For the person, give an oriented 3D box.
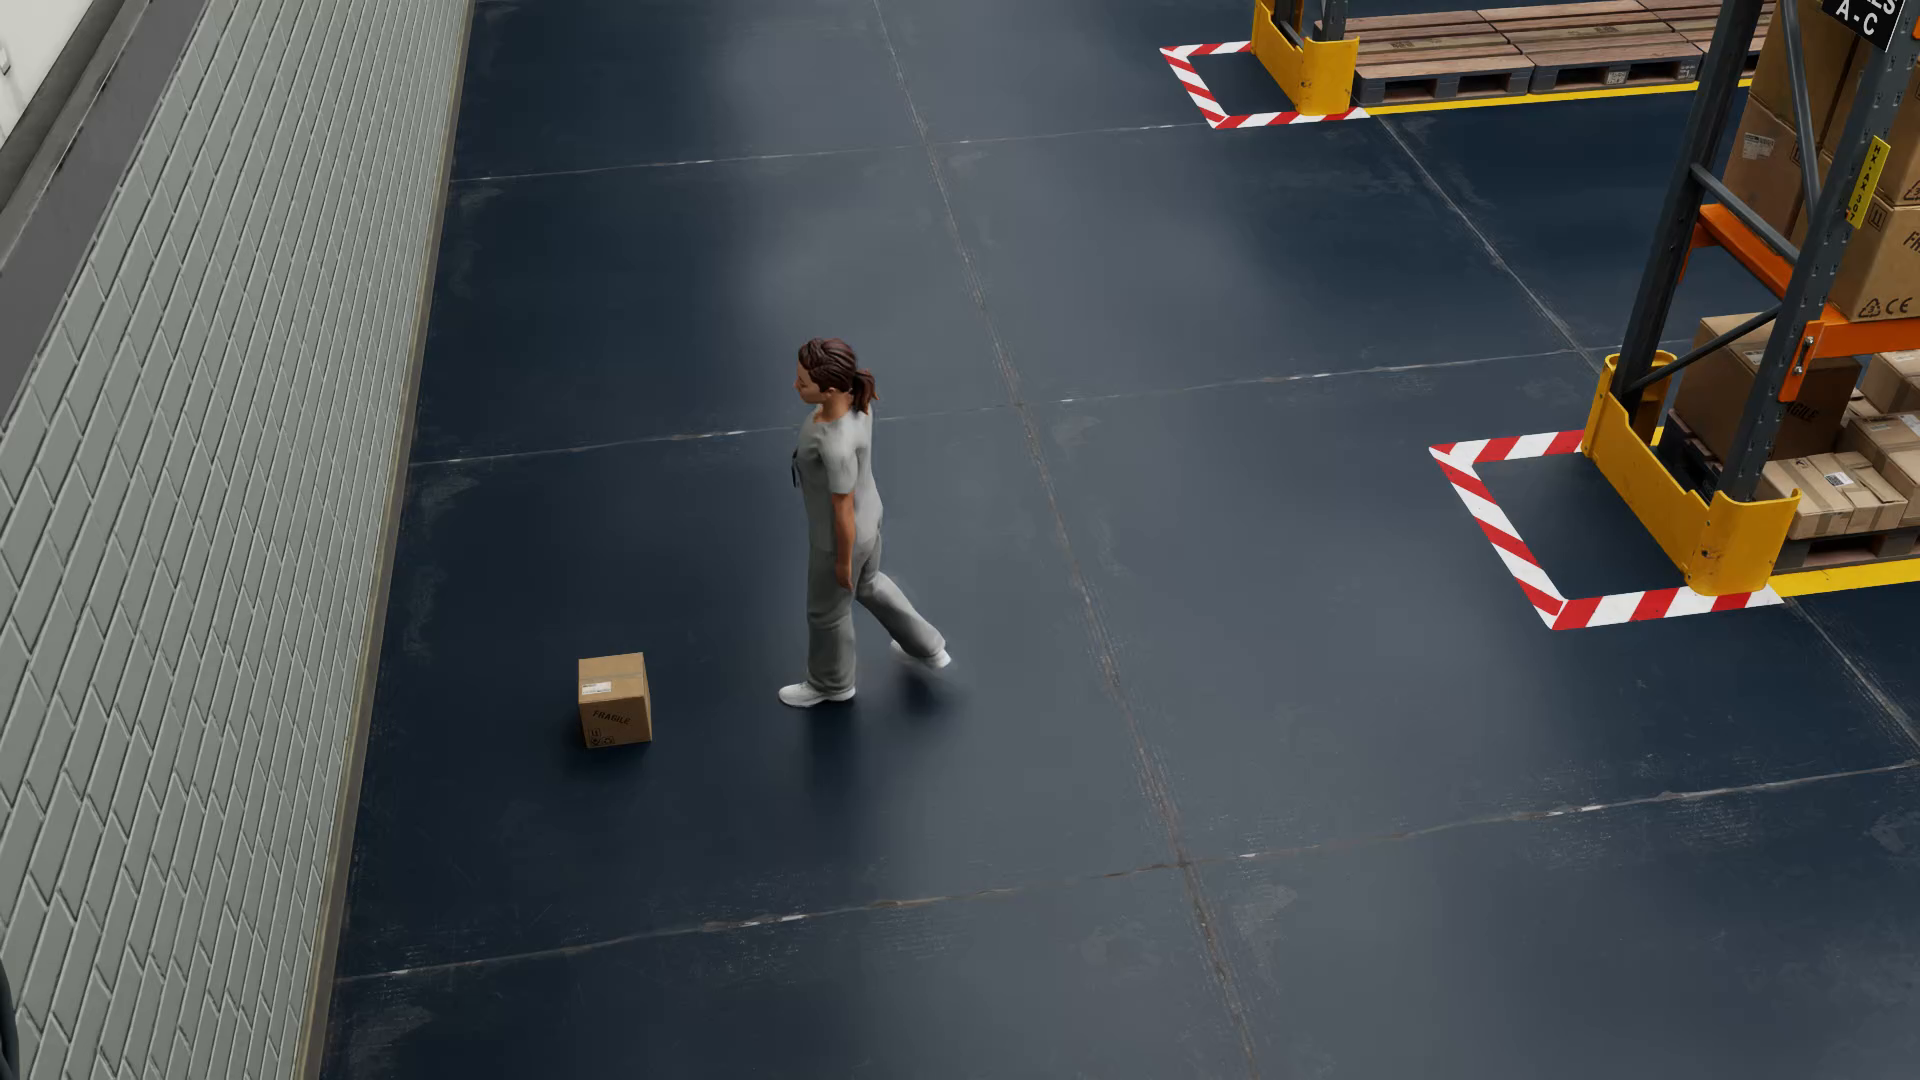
[{"bbox_3d":[-0.382,-0.041,6.205,0.681,1.678,0.460,4,39,5],"label":"person"}]
